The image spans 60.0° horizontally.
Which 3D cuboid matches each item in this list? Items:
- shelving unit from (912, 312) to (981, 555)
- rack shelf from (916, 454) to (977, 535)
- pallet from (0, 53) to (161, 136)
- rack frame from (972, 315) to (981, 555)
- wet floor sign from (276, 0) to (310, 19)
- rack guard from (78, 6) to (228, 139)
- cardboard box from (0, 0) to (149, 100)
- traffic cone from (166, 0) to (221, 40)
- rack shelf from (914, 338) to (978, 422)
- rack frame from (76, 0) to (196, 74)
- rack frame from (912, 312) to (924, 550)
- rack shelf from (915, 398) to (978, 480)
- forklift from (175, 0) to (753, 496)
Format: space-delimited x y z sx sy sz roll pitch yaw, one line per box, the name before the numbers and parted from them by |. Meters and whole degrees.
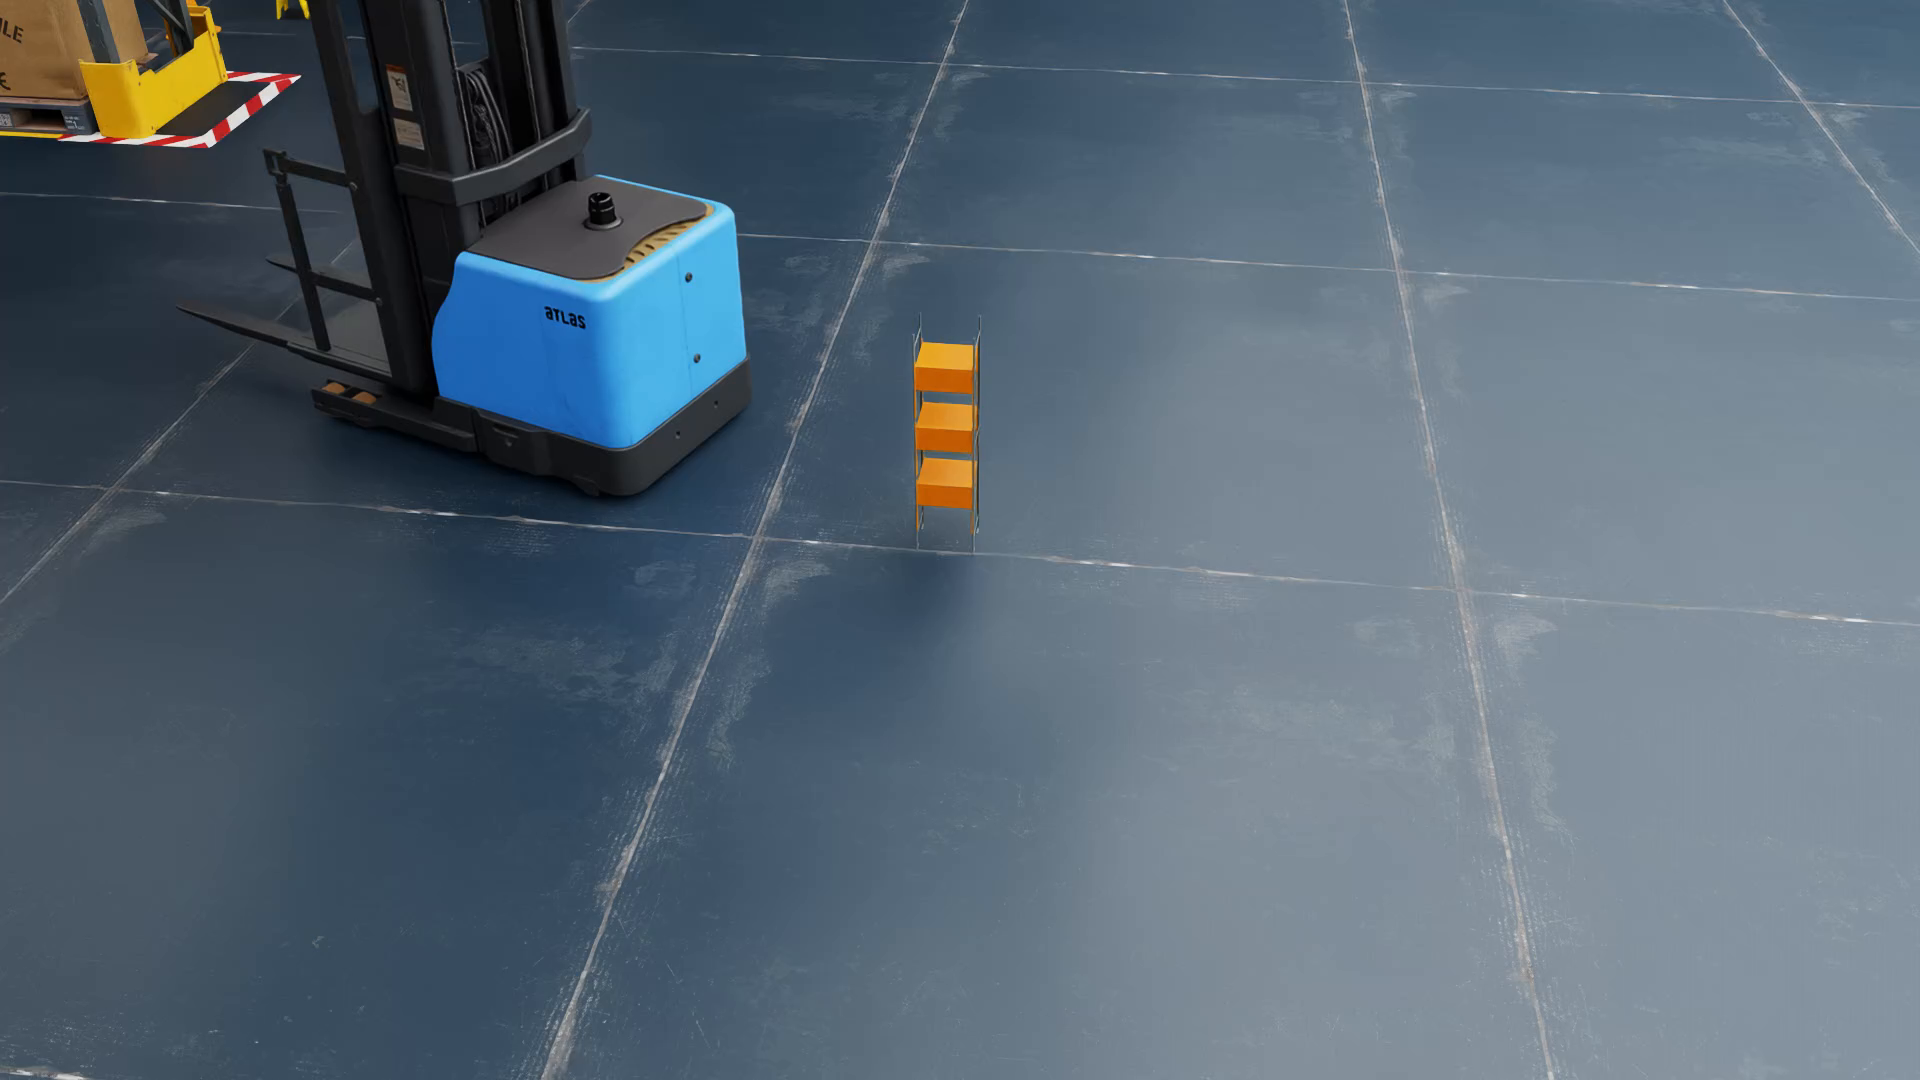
shelving unit | -0.053 -0.431 6.951 0.252 1.050 0.215 4 36 6
rack shelf | -0.053 -0.196 7.118 0.240 0.259 0.215 4 36 6
pallet | -6.279 -3.087 11.394 1.213 0.211 1.003 4 36 6
rack frame | 0.068 -0.422 6.938 0.008 1.050 0.200 4 36 6
wet floor sign | -5.195 -4.389 12.844 0.232 0.644 0.267 -2 36 -2
rack guard | -5.452 -3.189 11.288 0.348 0.500 1.175 4 36 6
cardboard box | -6.157 -3.527 11.077 0.875 0.875 0.875 4 36 6
traffic cone | -5.822 -4.033 12.503 0.334 0.463 0.336 4 36 6
rack shelf | -0.053 -0.654 6.792 0.240 0.259 0.215 4 36 6
rack frame | -5.476 -4.208 10.564 0.127 3.000 1.000 4 36 6
rack frame | -0.174 -0.440 6.963 0.008 1.050 0.200 4 36 6
rack shelf | -0.053 -0.423 6.957 0.240 0.259 0.215 4 36 6
forklift | -2.554 -1.988 7.512 3.031 2.935 1.130 17 39 22
